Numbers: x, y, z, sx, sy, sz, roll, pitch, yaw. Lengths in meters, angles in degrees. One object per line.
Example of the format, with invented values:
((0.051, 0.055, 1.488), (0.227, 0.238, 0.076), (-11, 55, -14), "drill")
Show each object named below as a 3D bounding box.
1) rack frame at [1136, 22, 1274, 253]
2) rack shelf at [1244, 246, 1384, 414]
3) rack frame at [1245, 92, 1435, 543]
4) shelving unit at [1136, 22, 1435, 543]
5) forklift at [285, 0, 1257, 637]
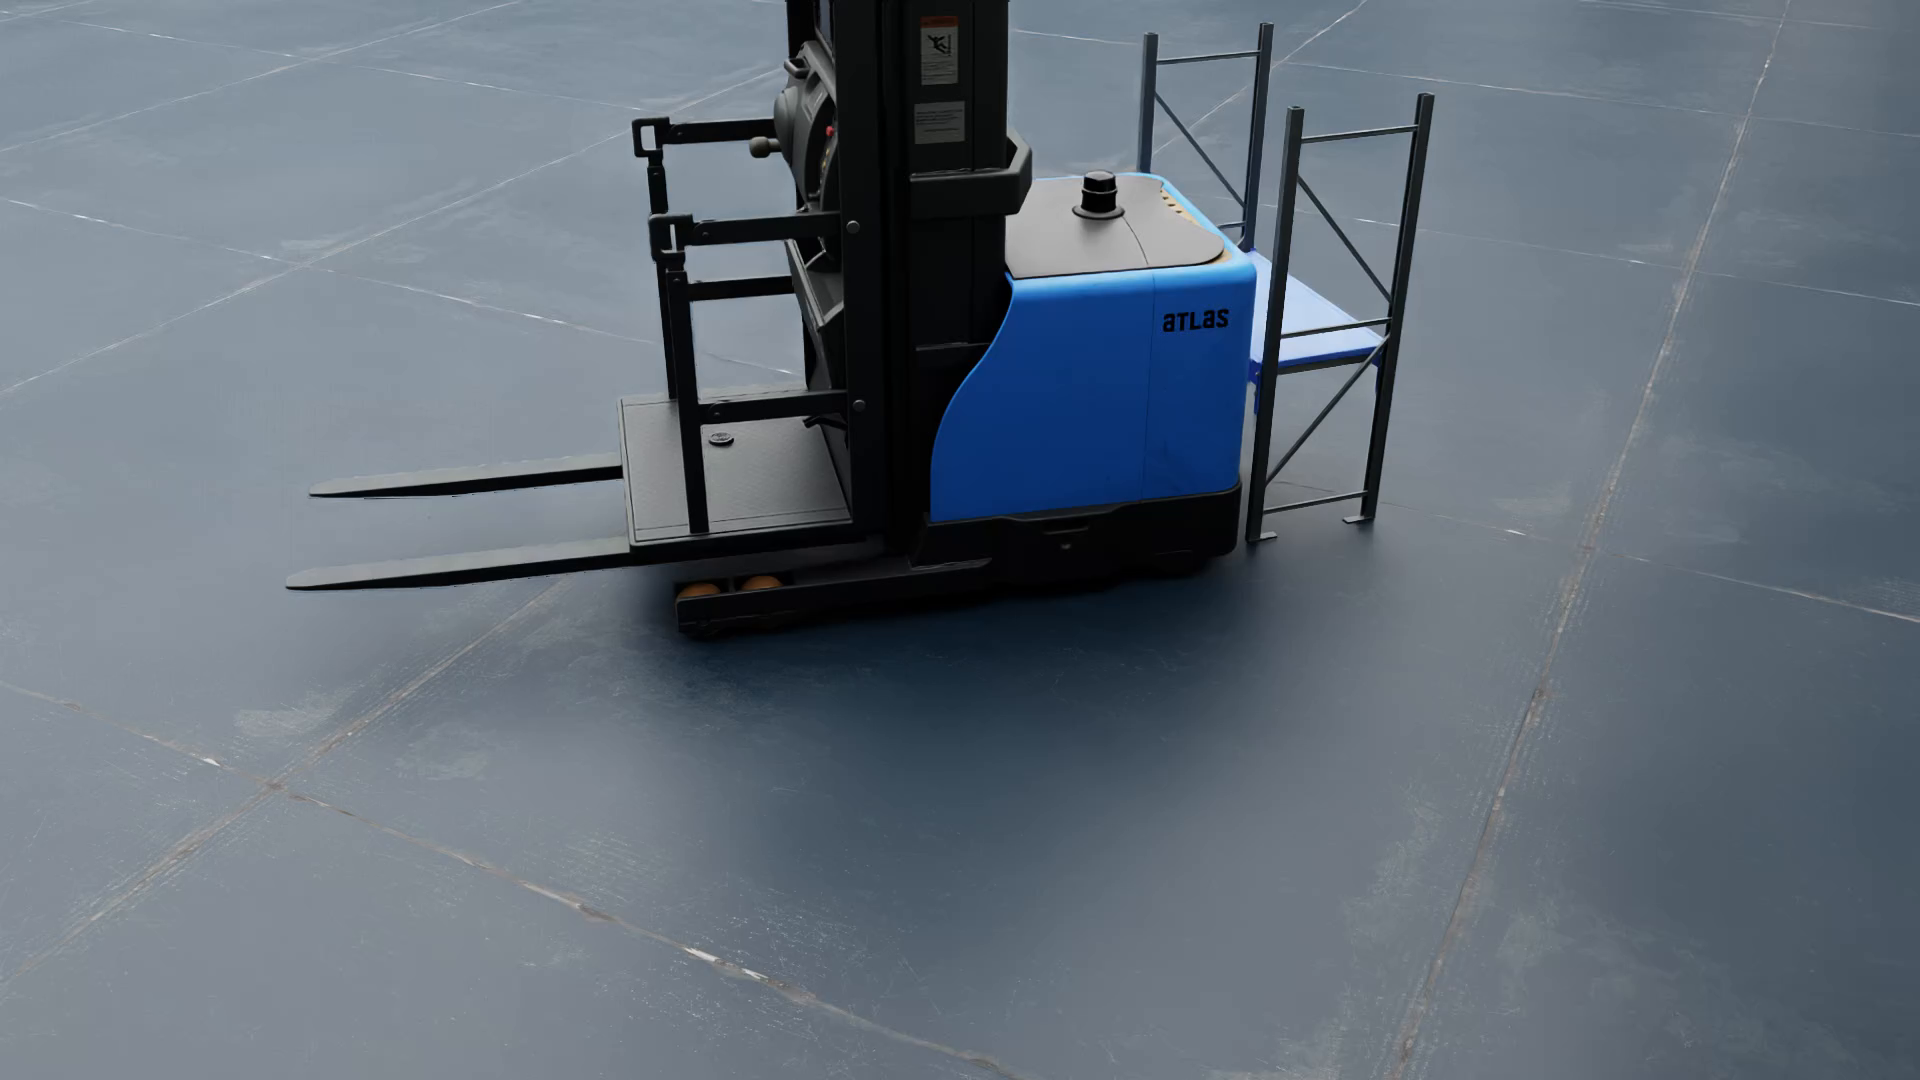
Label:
((0.886, -1.167, 6.276), (0.500, 1.500, 0.032), (-10, 31, -17), "rack frame")
((1.056, -0.773, 5.950), (0.538, 0.185, 1.000), (-10, 31, -17), "rack shelf")
((1.227, -0.690, 5.446), (0.500, 1.500, 0.032), (-10, 31, -17), "rack frame")
((1.056, -0.929, 5.861), (0.538, 1.500, 1.048), (-10, 31, -17), "shelving unit")
((-0.642, -1.256, 4.995), (3.031, 2.935, 1.130), (-6, 30, -11), "forklift")
